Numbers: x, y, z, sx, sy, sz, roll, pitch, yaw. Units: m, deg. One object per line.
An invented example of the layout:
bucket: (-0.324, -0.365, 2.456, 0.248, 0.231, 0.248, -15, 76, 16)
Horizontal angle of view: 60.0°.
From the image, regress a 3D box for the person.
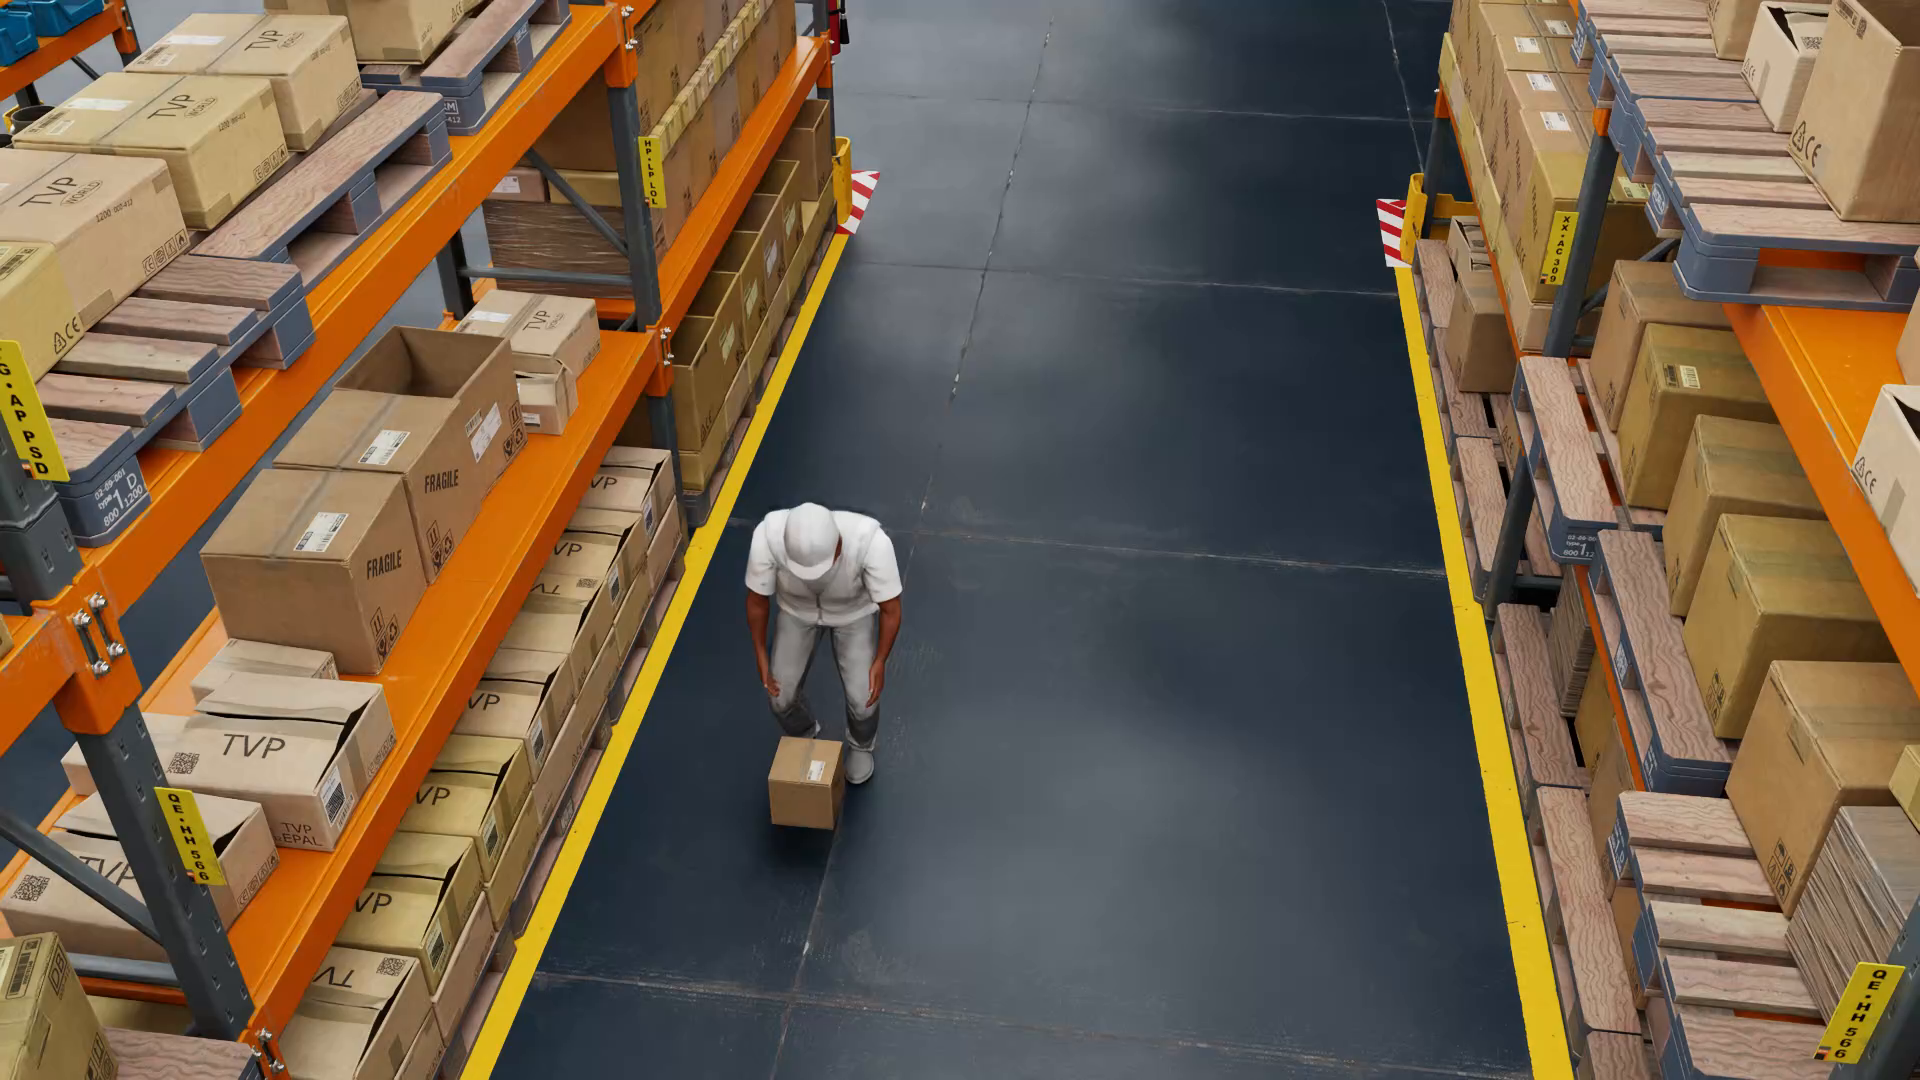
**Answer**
person: (-0.530, 0.381, 6.730, 0.629, 1.490, 0.708, 5, 36, 6)
